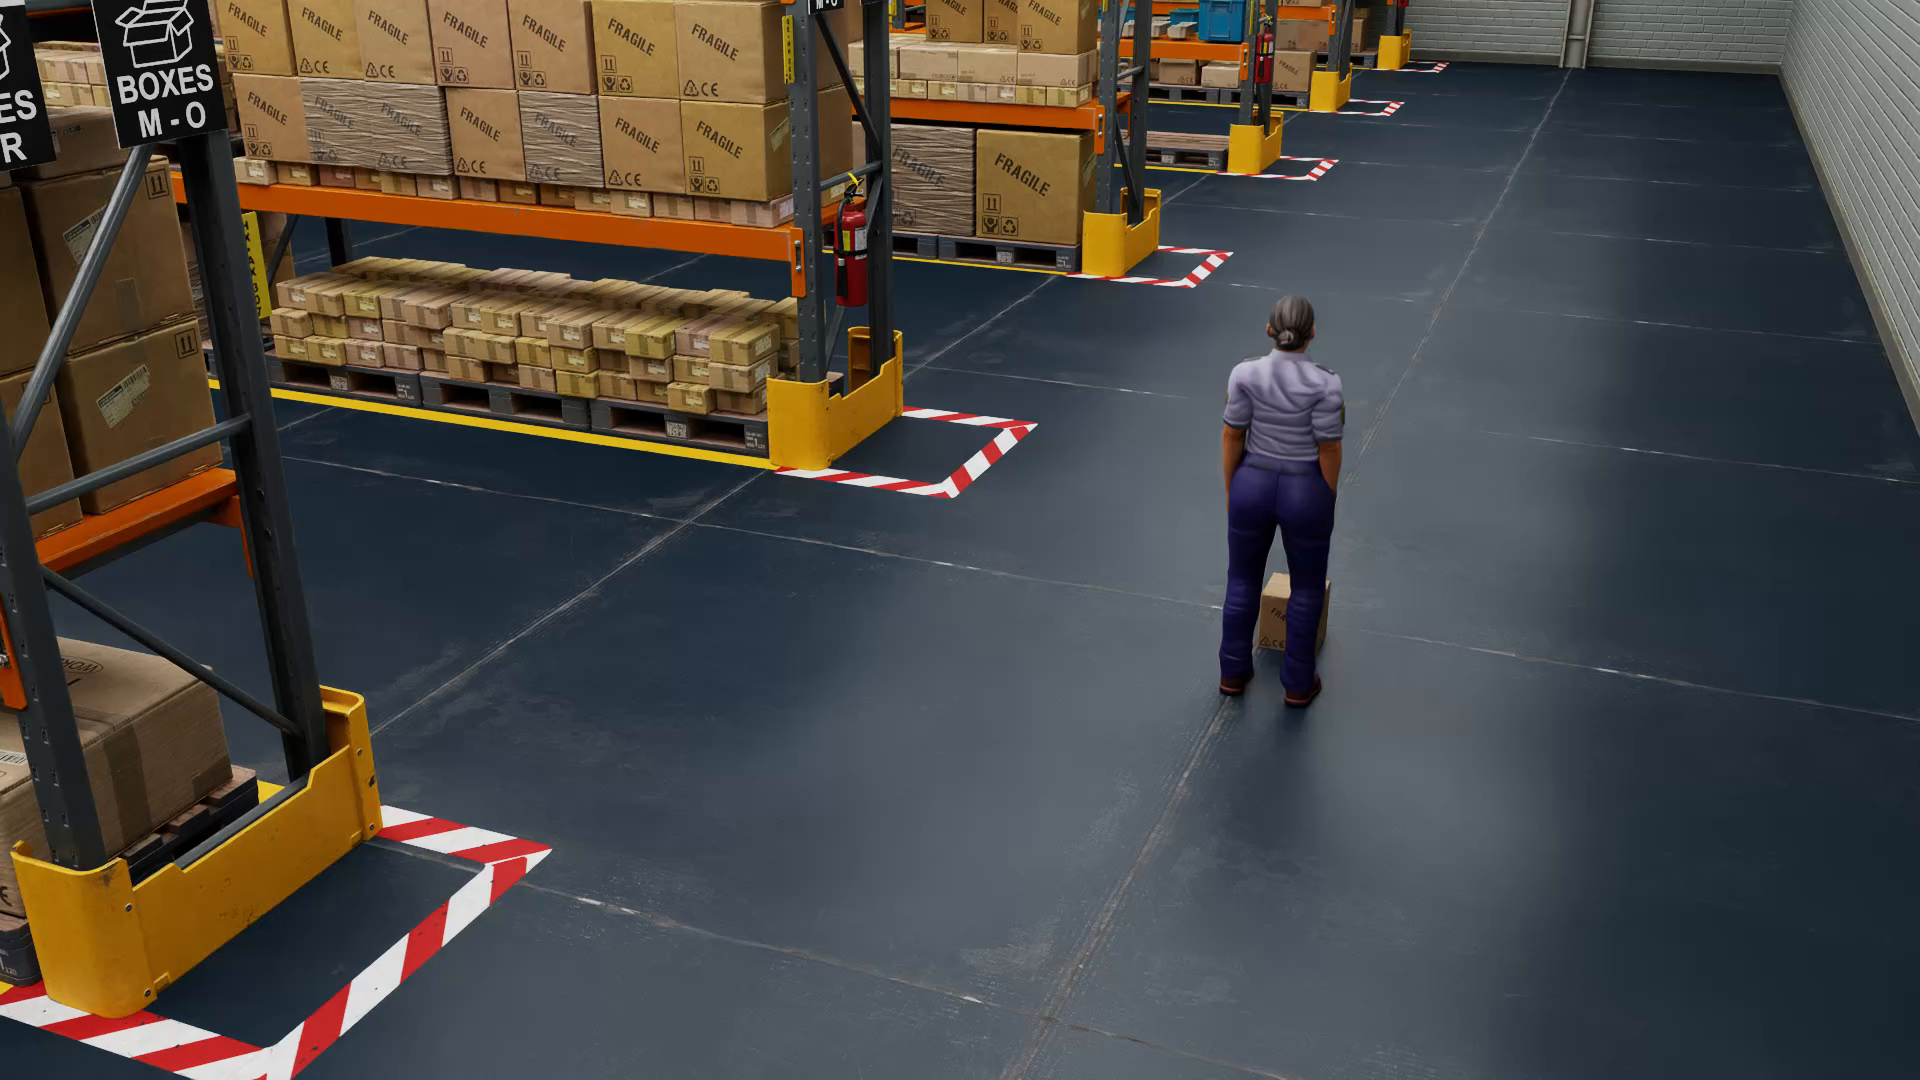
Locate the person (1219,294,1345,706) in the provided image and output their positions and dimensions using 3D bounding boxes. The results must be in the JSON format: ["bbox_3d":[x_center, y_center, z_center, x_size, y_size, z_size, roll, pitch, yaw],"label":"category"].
[{"bbox_3d":[1.246,-0.158,6.500,0.467,1.646,0.342,9,24,21],"label":"person"}]
